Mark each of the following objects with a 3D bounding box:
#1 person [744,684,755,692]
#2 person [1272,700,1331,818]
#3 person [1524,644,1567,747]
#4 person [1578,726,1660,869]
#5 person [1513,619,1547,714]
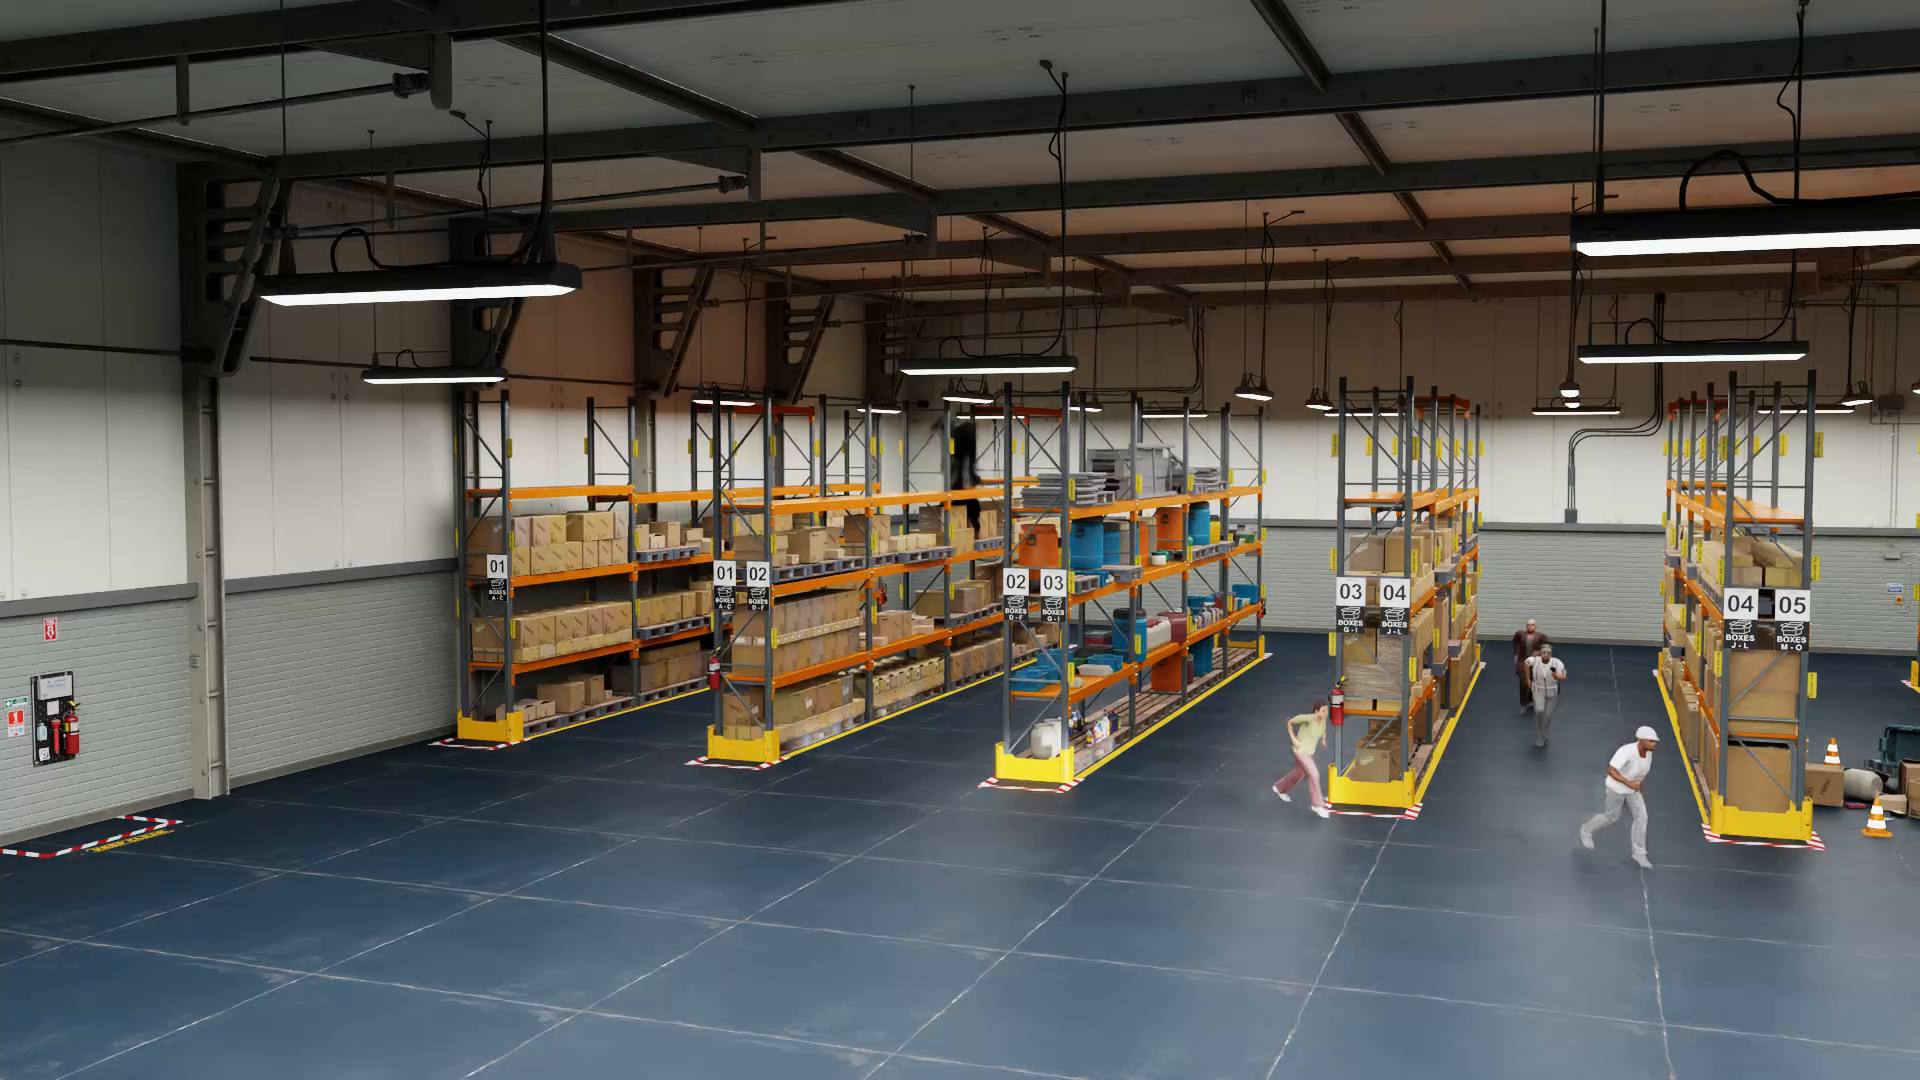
[{"bbox_3d":[-4.085,2.346,32.336,0.657,1.733,0.579,0,3,5],"label":"person"},{"bbox_3d":[4.689,2.964,22.894,0.617,1.625,1.003,-2,4,-34],"label":"person"},{"bbox_3d":[9.858,2.606,28.038,0.647,1.748,0.947,1,3,12],"label":"person"},{"bbox_3d":[8.000,3.067,20.199,0.726,1.714,1.056,-2,4,-36],"label":"person"},{"bbox_3d":[10.824,2.394,31.582,0.618,1.820,0.966,1,3,16],"label":"person"}]
